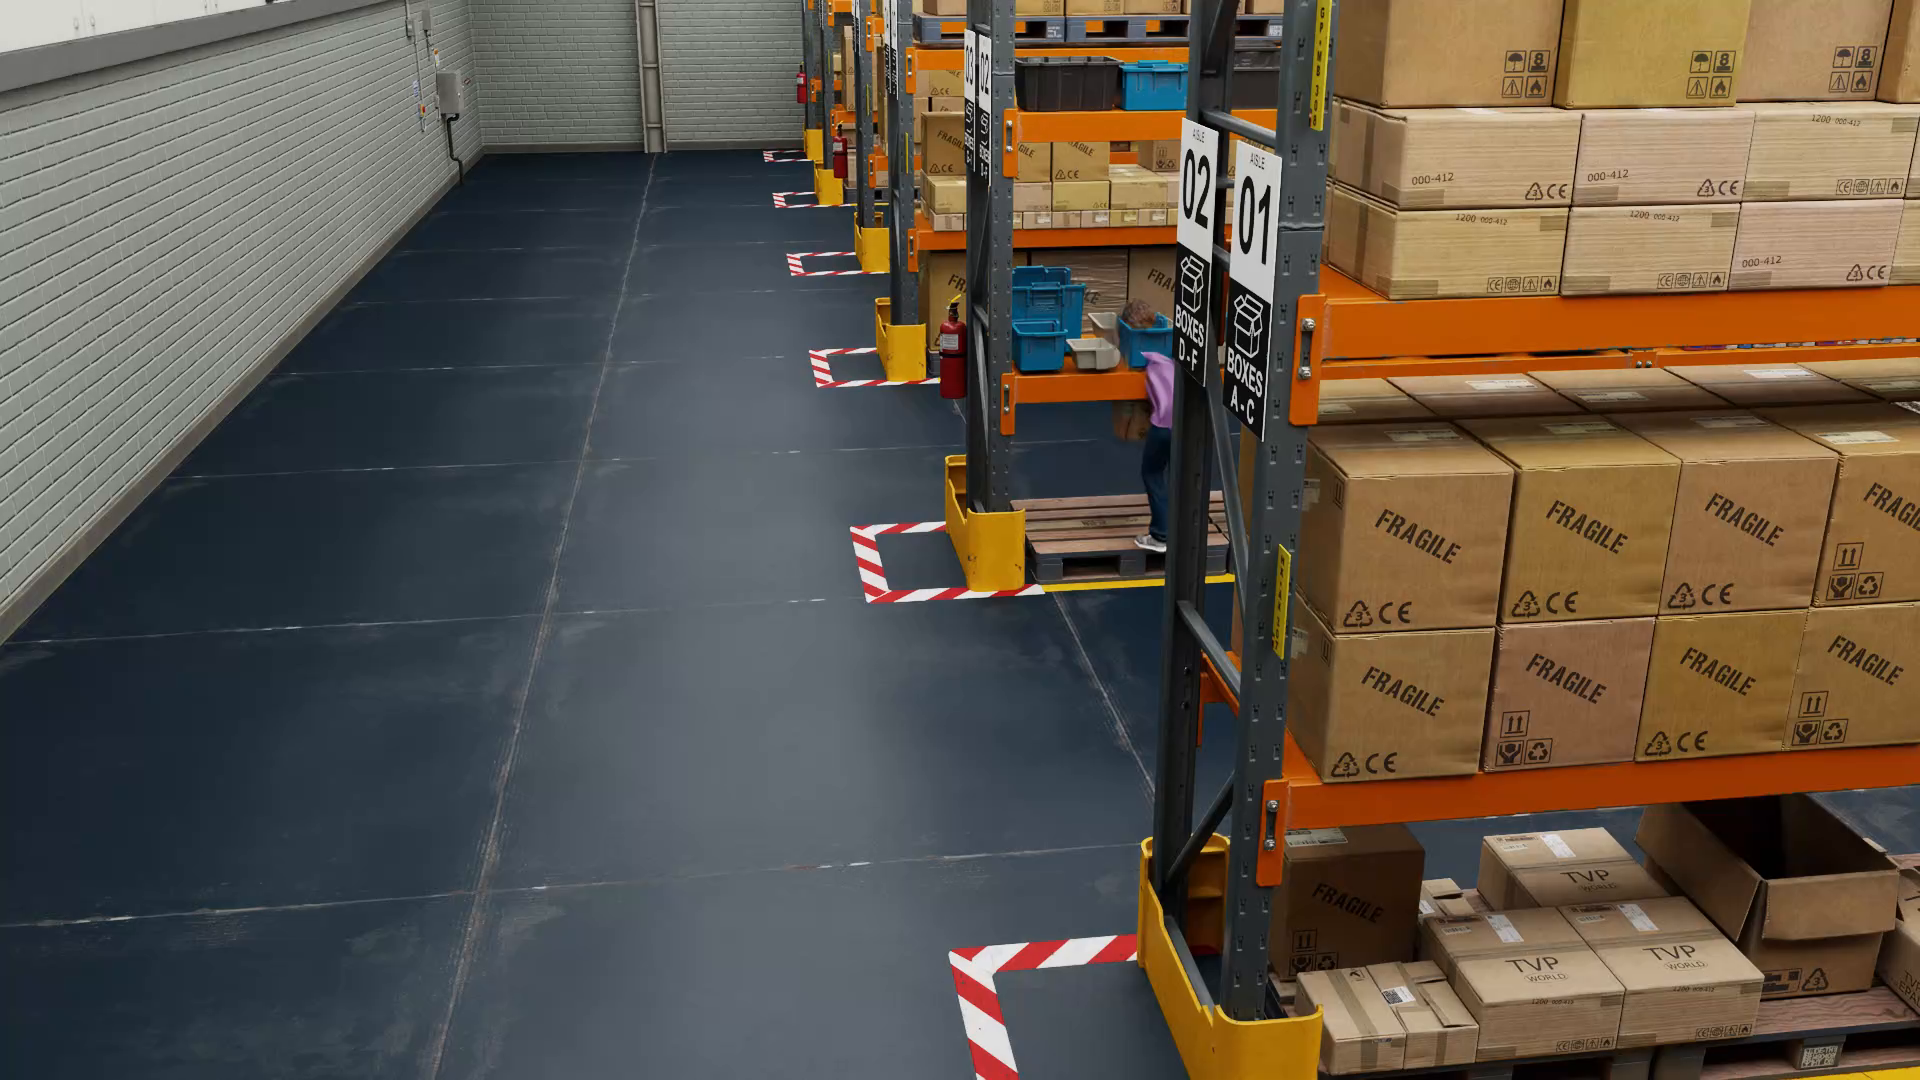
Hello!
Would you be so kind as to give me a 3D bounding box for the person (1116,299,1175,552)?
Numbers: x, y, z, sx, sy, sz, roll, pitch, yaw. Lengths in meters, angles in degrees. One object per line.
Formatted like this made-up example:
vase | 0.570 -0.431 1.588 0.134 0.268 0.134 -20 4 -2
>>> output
person | 1.196 -0.675 10.020 0.378 1.460 0.632 -14 25 -34
